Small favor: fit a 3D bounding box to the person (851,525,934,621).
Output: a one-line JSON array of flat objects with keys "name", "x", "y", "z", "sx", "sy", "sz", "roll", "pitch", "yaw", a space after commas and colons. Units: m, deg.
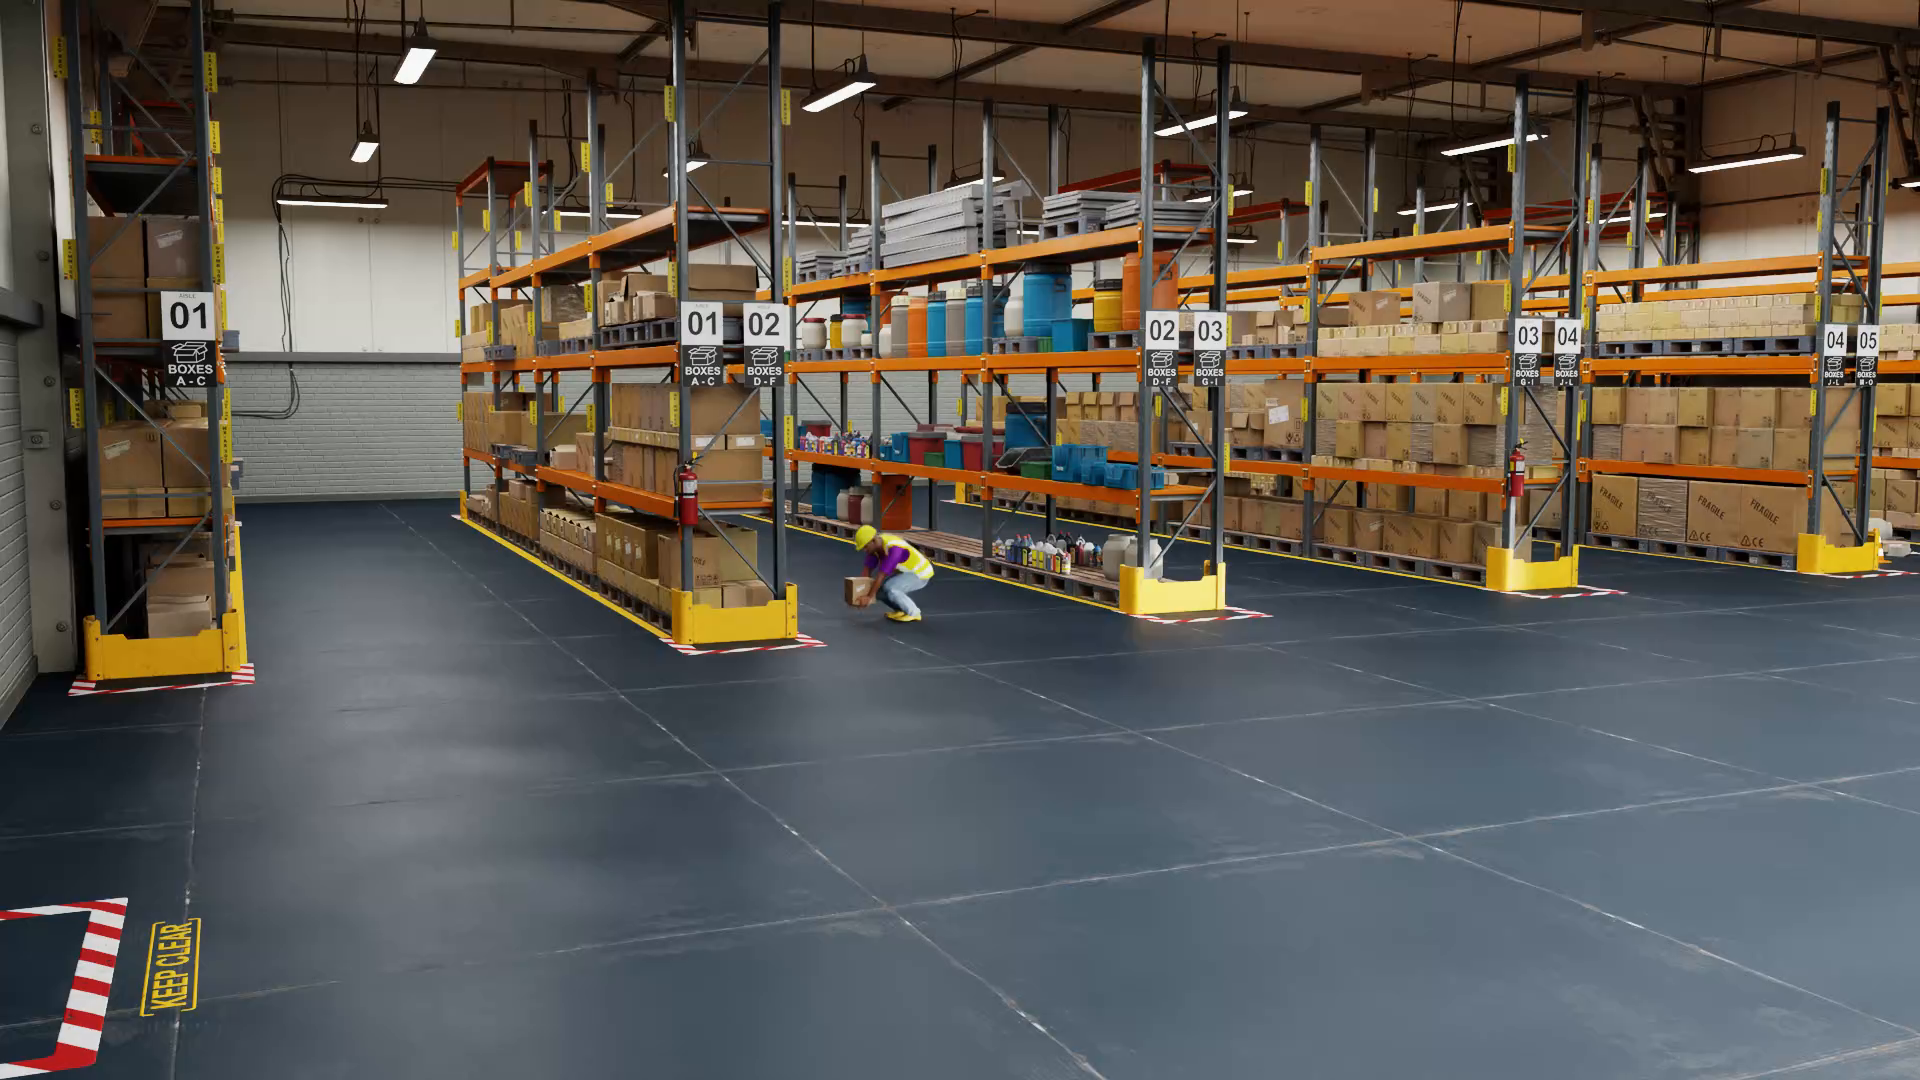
[{"name": "person", "x": -0.706, "y": 0.336, "z": 17.146, "sx": 0.898, "sy": 1.012, "sz": 0.544, "roll": -2, "pitch": 6, "yaw": -25}]
